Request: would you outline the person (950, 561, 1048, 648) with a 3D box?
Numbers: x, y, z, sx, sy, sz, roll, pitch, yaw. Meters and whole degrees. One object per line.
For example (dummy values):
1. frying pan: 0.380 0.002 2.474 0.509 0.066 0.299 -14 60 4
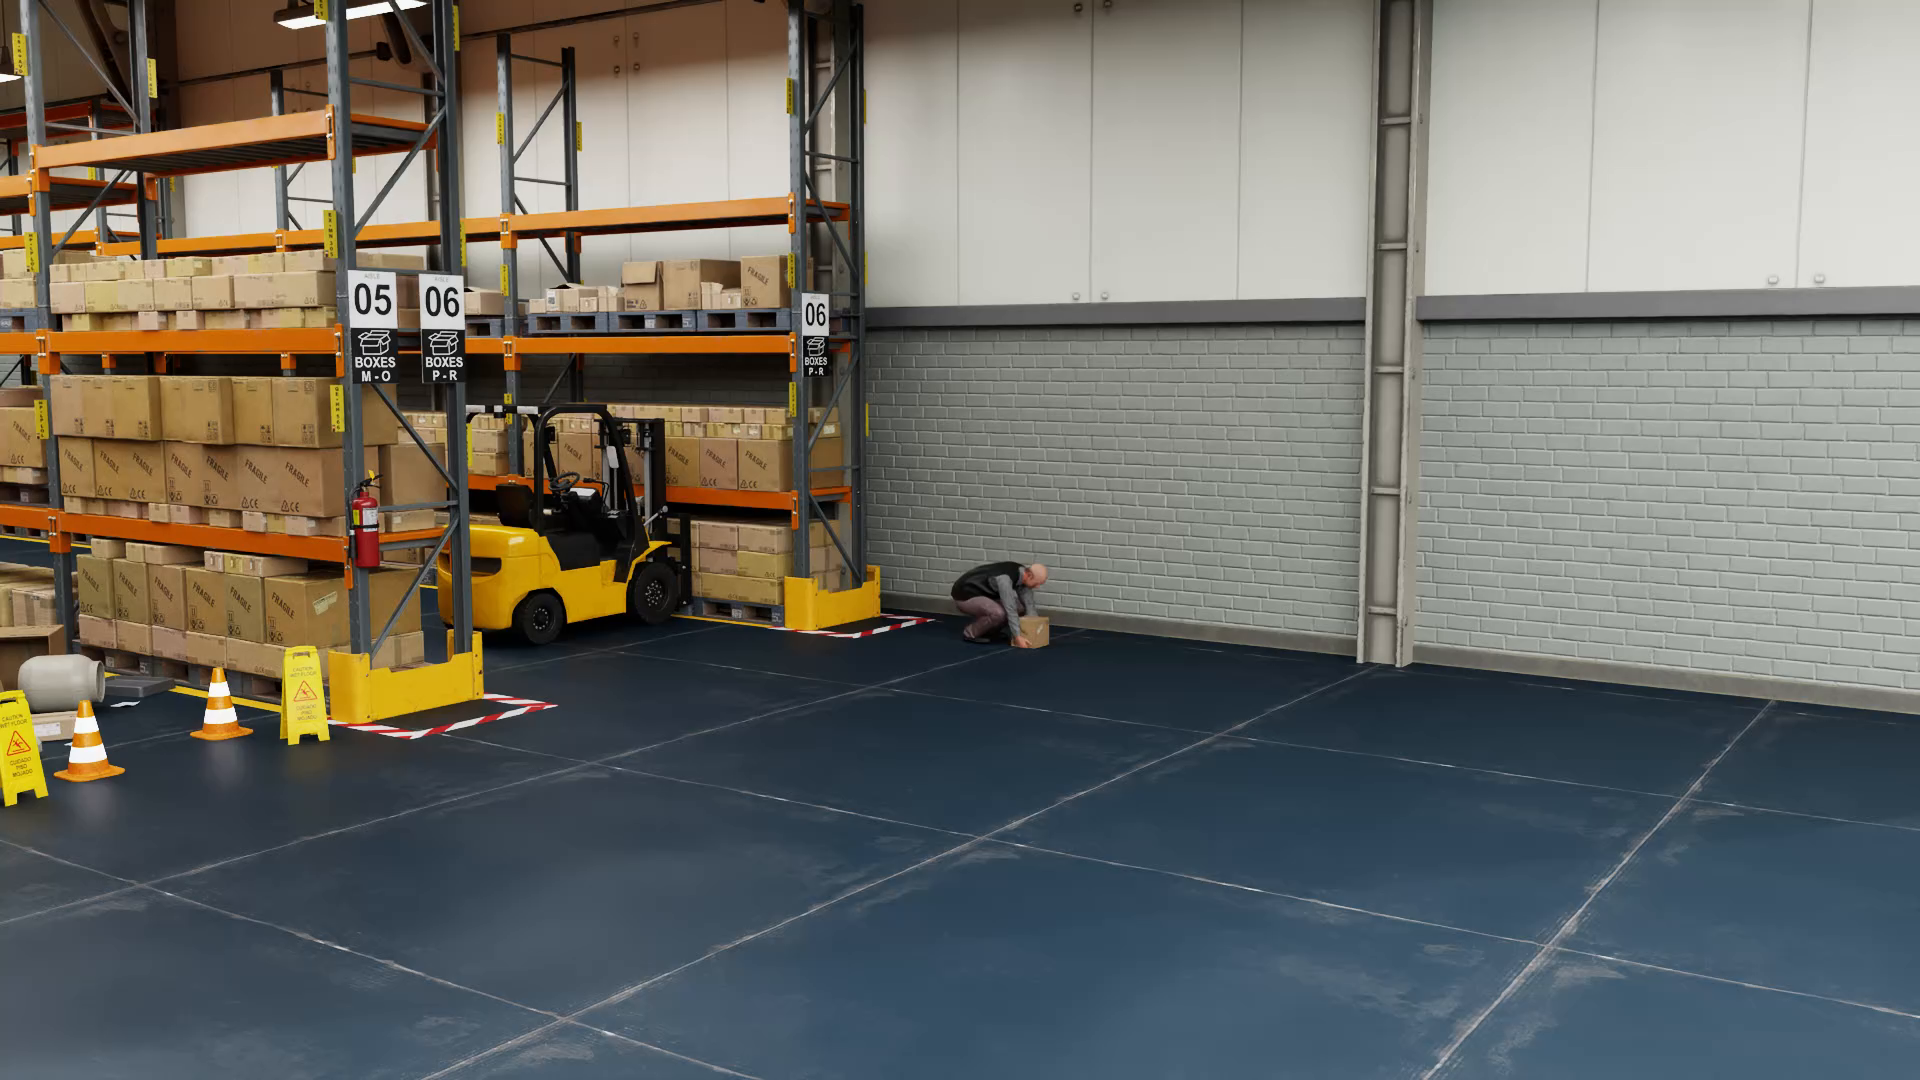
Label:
1. person: 0.372 0.602 15.204 0.916 0.826 0.521 4 7 33
